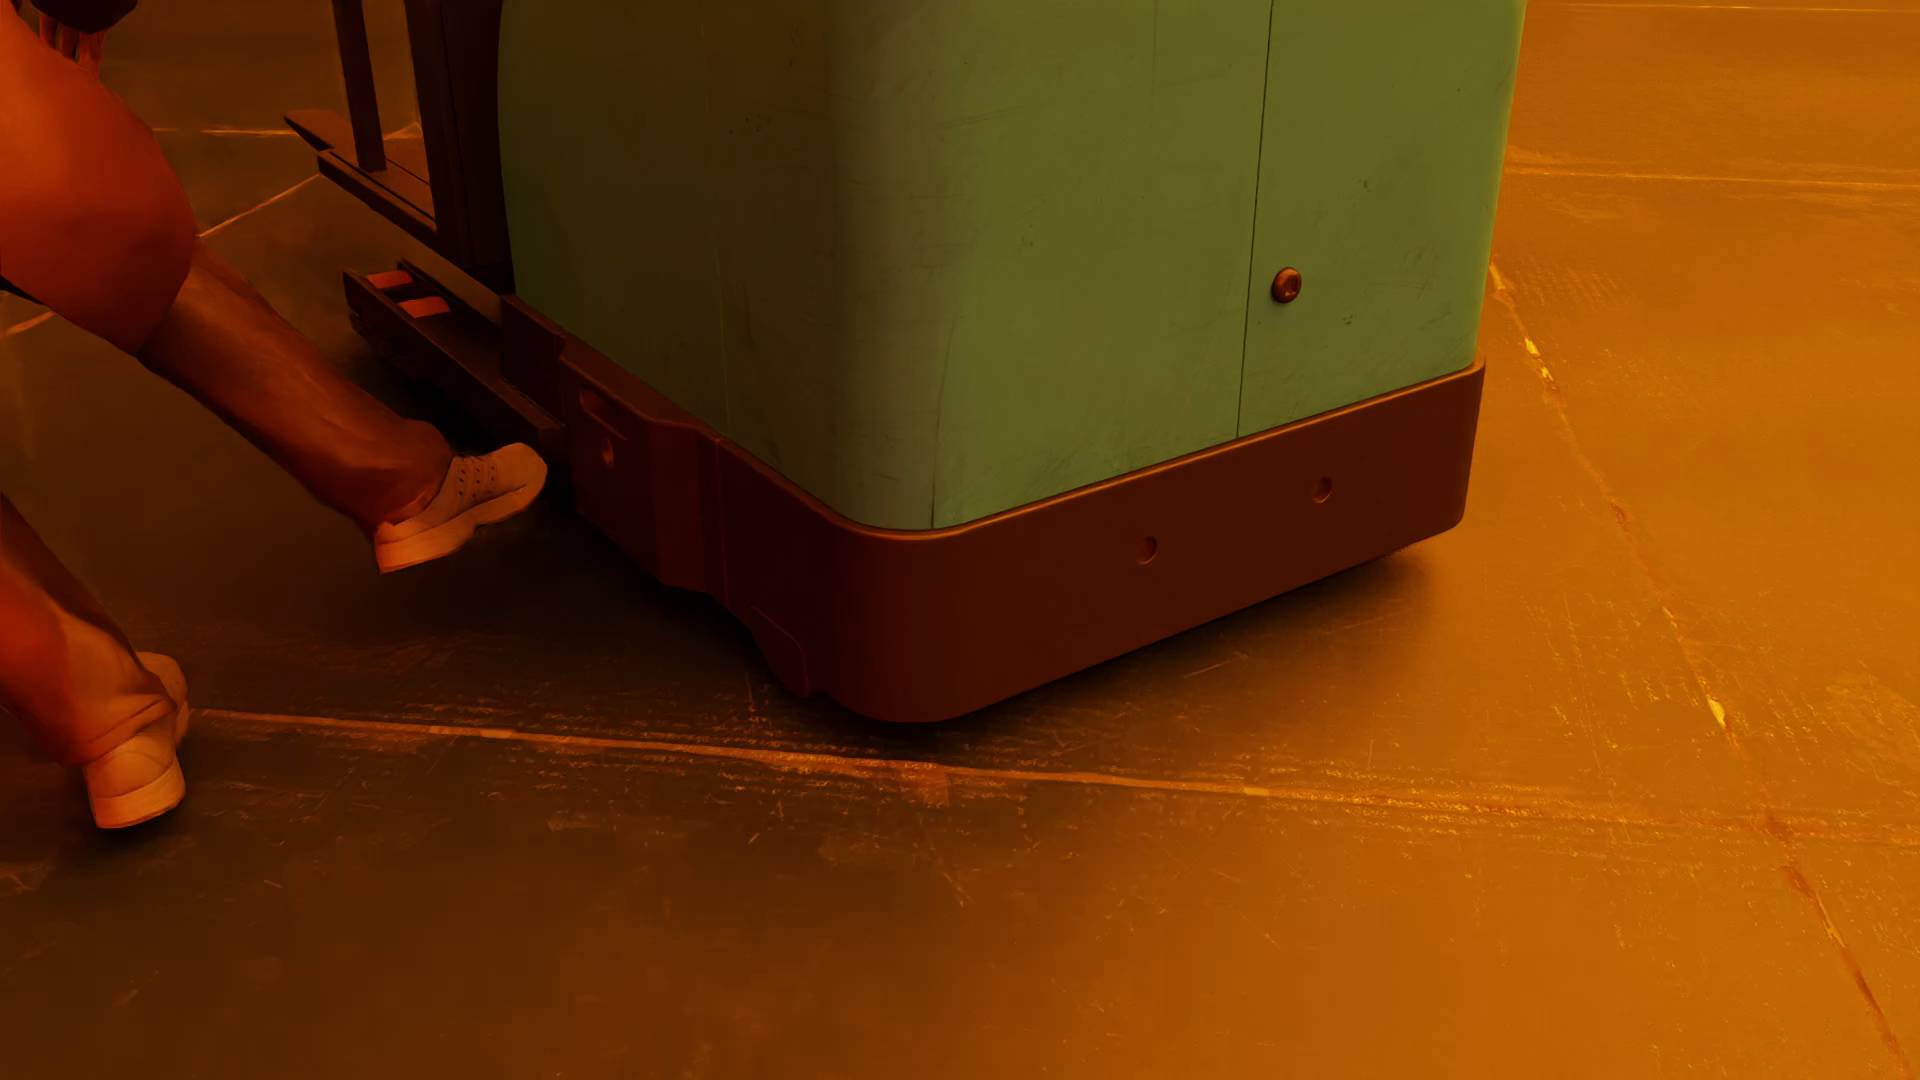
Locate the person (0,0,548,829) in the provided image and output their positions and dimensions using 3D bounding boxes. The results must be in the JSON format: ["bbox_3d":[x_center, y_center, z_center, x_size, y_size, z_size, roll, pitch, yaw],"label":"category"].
[{"bbox_3d":[-1.145,-0.470,1.766,0.927,1.521,1.348,21,33,35],"label":"person"}]

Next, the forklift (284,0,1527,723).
[{"bbox_3d":[-0.524,-1.704,2.632,1.130,2.935,3.031,-17,31,-31],"label":"forklift"}]
